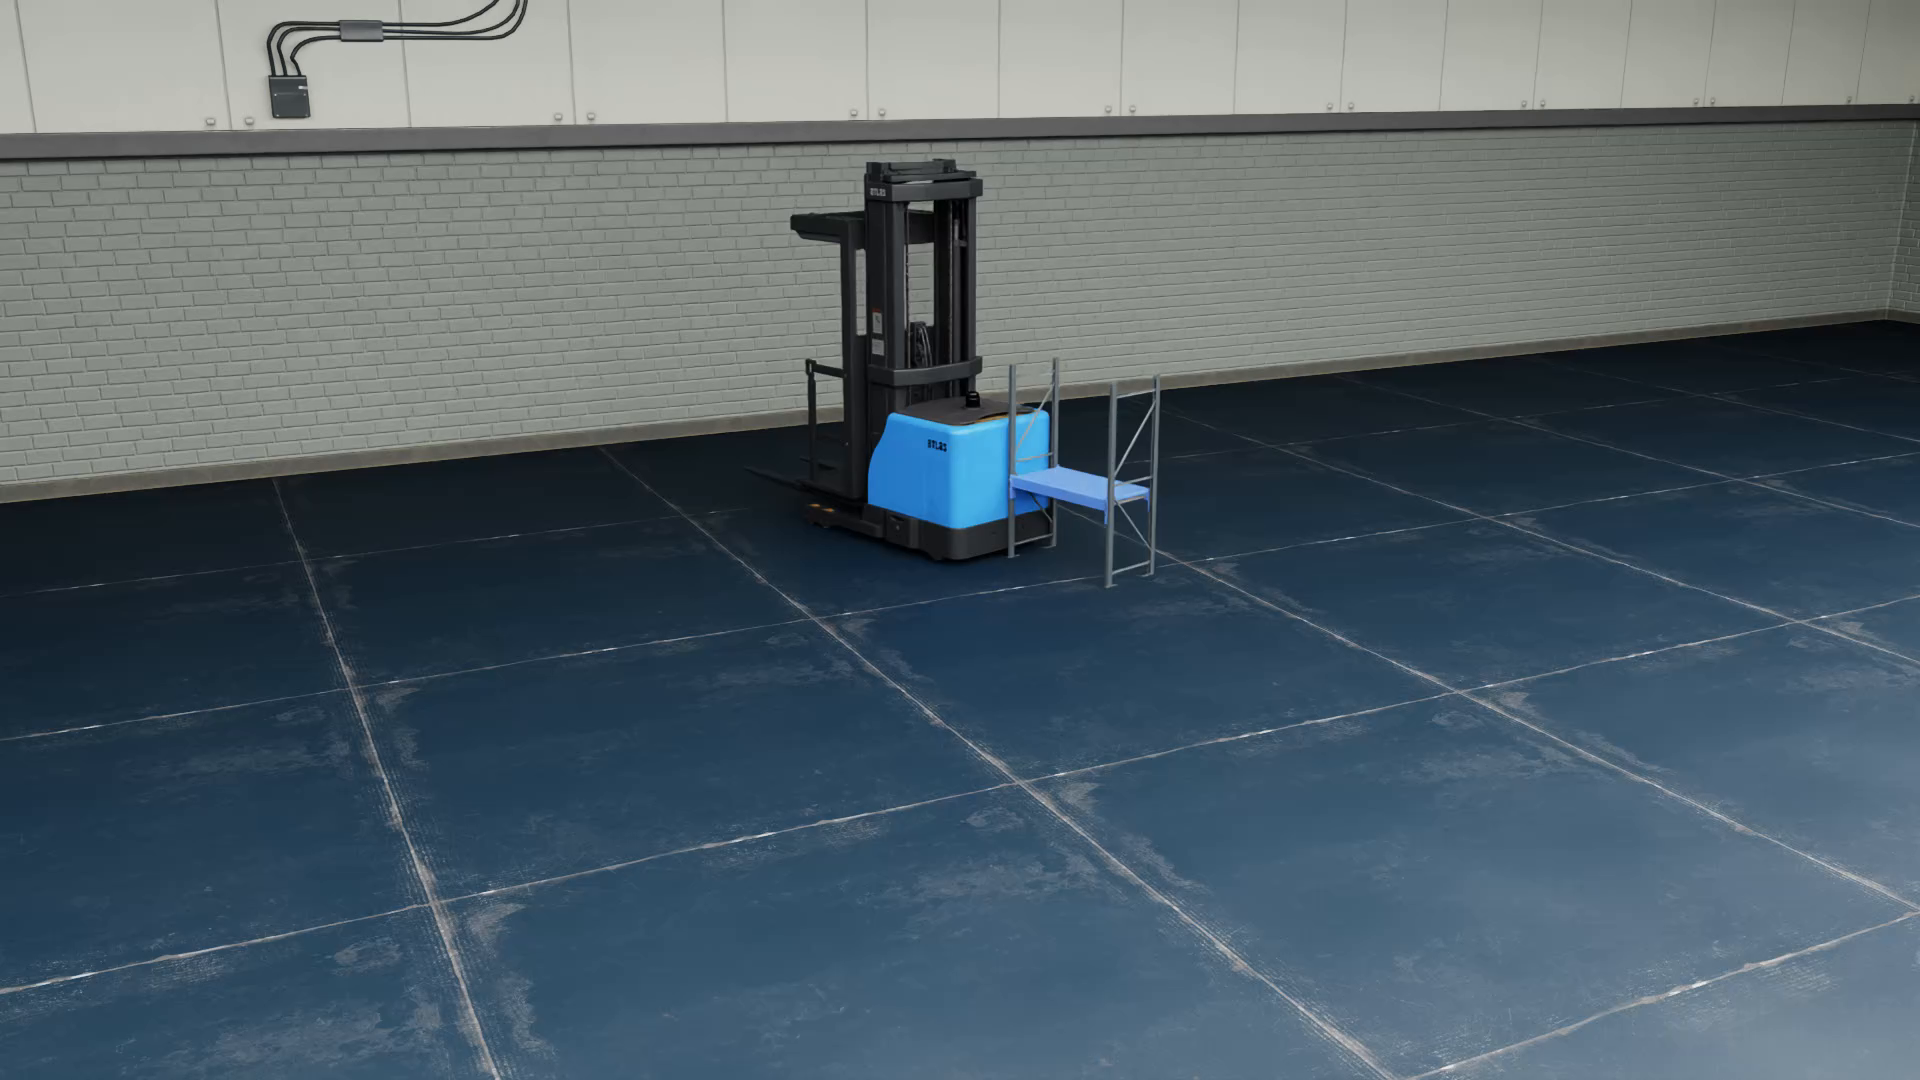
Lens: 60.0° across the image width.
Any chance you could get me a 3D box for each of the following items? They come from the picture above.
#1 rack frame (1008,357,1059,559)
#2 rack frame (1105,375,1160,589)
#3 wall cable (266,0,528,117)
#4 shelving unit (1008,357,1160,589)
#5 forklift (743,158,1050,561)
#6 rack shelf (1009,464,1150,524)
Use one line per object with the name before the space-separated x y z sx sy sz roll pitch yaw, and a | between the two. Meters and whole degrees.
rack frame | 0.561 -0.626 12.713 0.500 1.500 0.032 -14 21 -40
rack frame | 1.244 -0.418 11.989 0.500 1.500 0.032 -14 21 -40
wall cable | -4.951 -6.711 14.156 2.305 6.003 0.169 -8 18 -25
shelving unit | 0.902 -0.522 12.351 0.538 1.500 1.048 -14 21 -40
forklift | -0.653 -1.586 13.462 1.130 2.935 3.031 -14 21 -40
rack shelf | 0.902 -0.349 12.400 0.538 0.185 1.000 -14 21 -40
